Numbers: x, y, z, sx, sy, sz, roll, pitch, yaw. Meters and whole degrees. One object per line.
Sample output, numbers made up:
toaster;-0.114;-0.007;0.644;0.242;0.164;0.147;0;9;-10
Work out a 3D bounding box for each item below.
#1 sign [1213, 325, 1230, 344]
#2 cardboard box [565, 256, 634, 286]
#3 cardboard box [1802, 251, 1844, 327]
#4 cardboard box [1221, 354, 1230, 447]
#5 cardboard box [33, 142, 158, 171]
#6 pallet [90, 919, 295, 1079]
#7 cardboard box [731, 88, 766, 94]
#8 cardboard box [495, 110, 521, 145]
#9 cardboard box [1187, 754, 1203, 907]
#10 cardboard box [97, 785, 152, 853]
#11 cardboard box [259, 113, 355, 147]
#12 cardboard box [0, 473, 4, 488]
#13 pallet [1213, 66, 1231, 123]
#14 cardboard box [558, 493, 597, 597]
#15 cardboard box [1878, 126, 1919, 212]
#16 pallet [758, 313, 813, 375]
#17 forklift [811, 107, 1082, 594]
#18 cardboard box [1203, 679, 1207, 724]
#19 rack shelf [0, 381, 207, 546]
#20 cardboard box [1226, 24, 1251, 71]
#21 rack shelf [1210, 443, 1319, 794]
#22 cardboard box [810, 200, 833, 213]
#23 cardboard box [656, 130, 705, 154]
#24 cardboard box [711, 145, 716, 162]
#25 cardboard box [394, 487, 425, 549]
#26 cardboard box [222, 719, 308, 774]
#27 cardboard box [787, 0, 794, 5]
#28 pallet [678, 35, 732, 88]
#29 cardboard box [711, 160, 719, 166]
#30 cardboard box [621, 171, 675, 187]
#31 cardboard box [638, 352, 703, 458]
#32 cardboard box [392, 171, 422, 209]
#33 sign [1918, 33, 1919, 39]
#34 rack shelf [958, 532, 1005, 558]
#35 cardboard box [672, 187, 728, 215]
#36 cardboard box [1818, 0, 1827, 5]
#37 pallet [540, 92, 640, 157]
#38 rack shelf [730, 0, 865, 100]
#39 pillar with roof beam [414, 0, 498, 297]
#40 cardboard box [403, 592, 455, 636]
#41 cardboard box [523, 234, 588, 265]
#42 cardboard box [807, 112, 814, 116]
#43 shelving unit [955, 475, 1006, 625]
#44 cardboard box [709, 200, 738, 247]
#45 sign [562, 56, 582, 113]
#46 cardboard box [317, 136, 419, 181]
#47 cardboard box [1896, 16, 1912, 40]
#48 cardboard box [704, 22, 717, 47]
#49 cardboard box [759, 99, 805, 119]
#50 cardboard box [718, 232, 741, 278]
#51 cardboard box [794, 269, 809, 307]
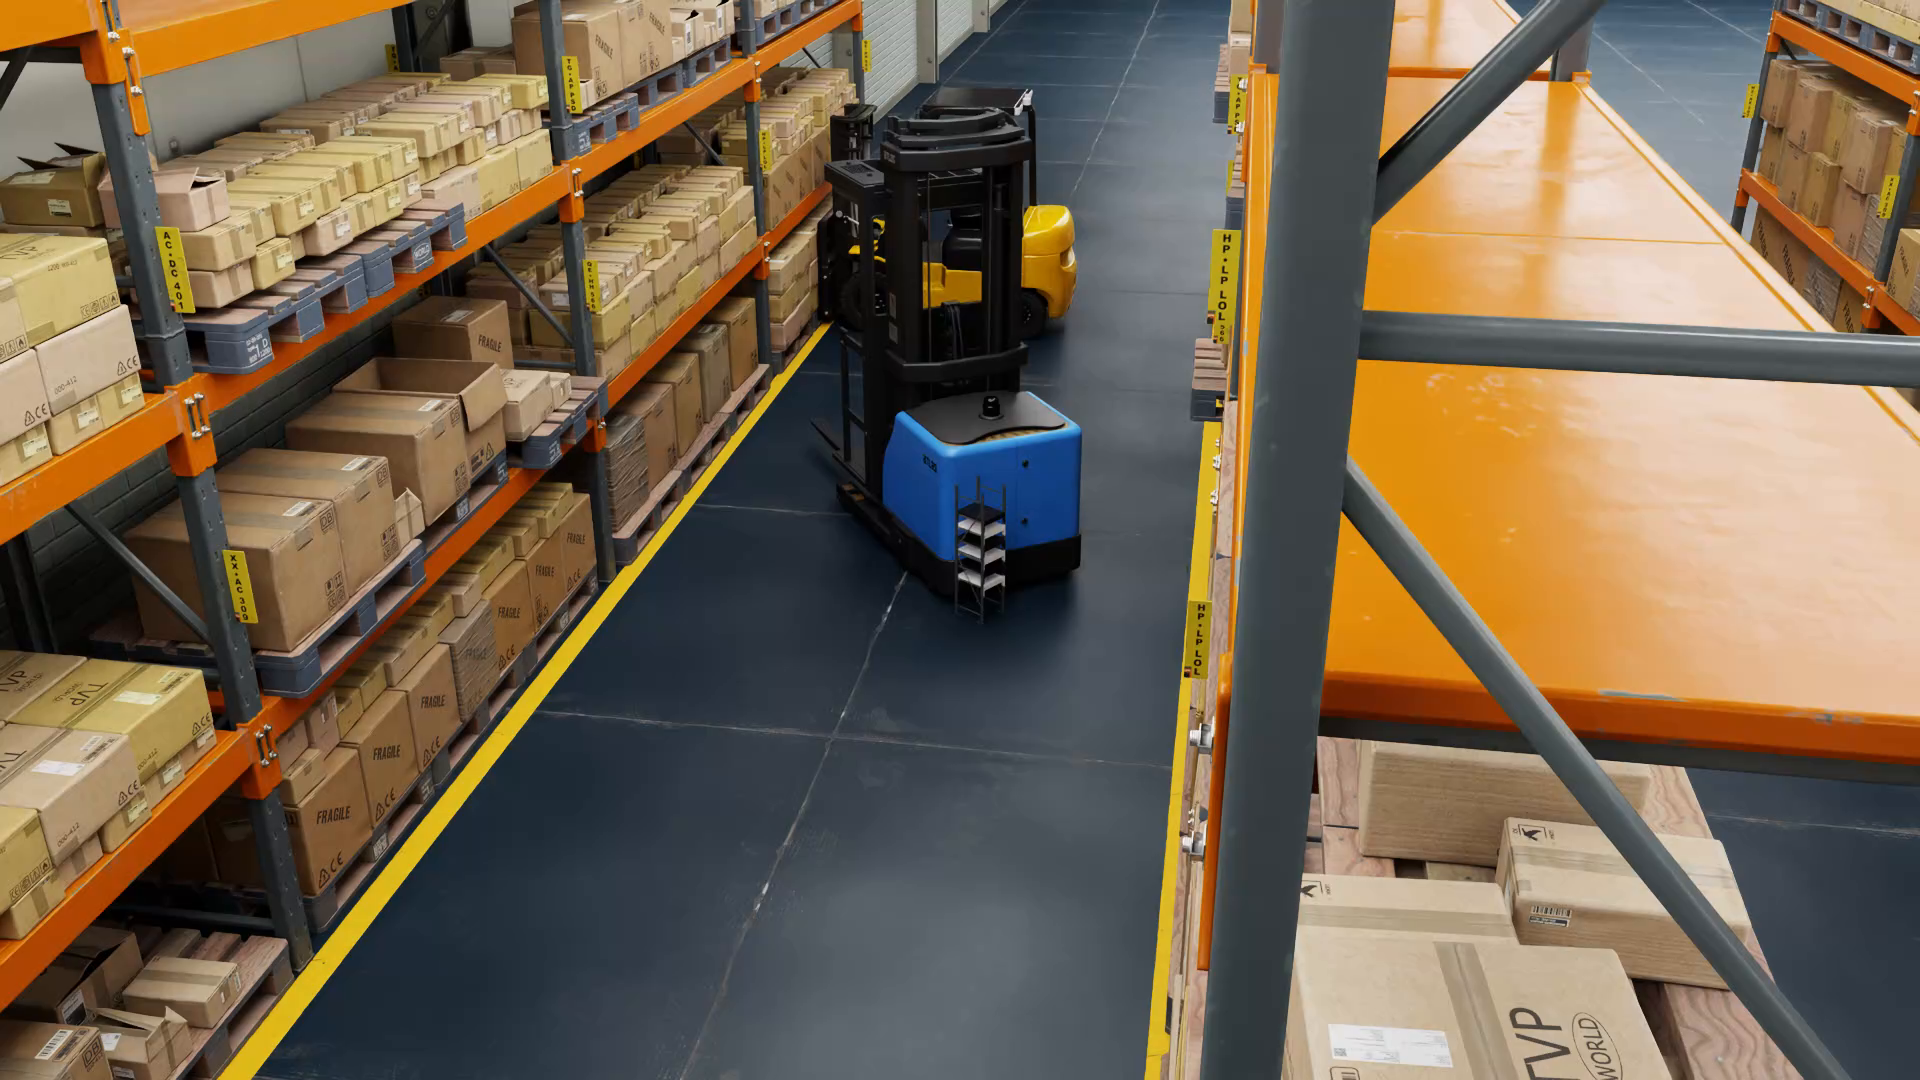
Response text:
sign;1.540;-1.303;9.723;0.100;0.325;0.005;4;25;9
cardboard box;-2.419;-1.796;11.166;0.380;0.149;0.250;5;25;10
cardboard box;7.946;-2.016;14.531;0.875;0.875;0.875;4;25;9
cardboard box;1.584;-0.666;8.338;0.500;0.500;0.500;5;25;10
cardboard box;-3.481;-1.498;6.718;0.396;0.266;0.258;4;25;9
pallet;-3.587;2.100;7.015;1.003;0.211;1.213;4;25;9
cardboard box;-2.098;-4.281;16.124;0.380;0.149;0.250;3;25;7
cardboard box;-2.703;-2.322;9.342;0.380;0.149;0.250;3;25;7
cardboard box;1.088;1.025;5.904;0.500;0.500;0.500;5;26;10
cardboard box;-3.317;1.035;6.297;0.380;0.149;0.250;5;25;10
cardboard box;-3.301;-2.060;8.431;0.380;0.149;0.250;4;25;8
cardboard box;-3.382;-0.208;5.414;0.380;0.149;0.250;4;25;8
pallet;2.358;-3.043;11.395;1.213;0.211;1.003;4;25;9
cardboard box;-2.678;0.010;10.643;0.500;0.500;0.500;5;26;10
cardboard box;7.725;-2.862;12.876;0.875;0.550;0.550;4;25;9
pallet;-1.995;-1.863;15.481;1.003;0.211;1.213;4;25;9
forklift;-0.260;-1.569;11.644;1.130;2.935;3.031;-11;27;-22
cardboard box;1.248;0.755;6.776;0.500;0.250;0.500;3;25;7
rack shelf;-3.801;0.353;4.767;1.077;0.370;4.000;4;25;9
cardboard box;2.158;-3.506;11.845;0.500;0.250;0.500;4;25;8
rack shelf;1.097;0.696;4.036;1.077;0.370;4.000;4;25;9
cardboard box;-1.431;-3.227;16.674;0.500;0.250;0.500;4;25;9
cardboard box;-2.413;-3.424;14.294;0.380;0.149;0.250;4;25;9
cardboard box;-2.361;-3.395;14.581;0.380;0.149;0.250;3;25;7
cardboard box;-2.869;-0.134;8.161;0.396;0.266;0.258;5;26;11
cardboard box;-3.213;0.927;7.568;0.380;0.149;0.250;4;25;8
cardboard box;-1.668;-4.764;14.535;0.380;0.149;0.250;5;26;10
pallet;-2.298;-3.698;12.800;0.805;0.209;1.217;3;25;6
cardboard box;-2.360;-3.048;14.606;0.500;0.500;0.500;4;25;8
cardboard box;-2.531;-2.895;13.513;0.380;0.149;0.250;3;25;7
cardboard box;-2.496;-1.053;12.768;0.875;0.625;0.625;3;25;6
cardboard box;-2.807;-1.673;7.930;0.380;0.149;0.250;5;25;10
sign;7.083;-3.820;12.130;0.100;0.325;0.005;4;25;9
rack shelf;0.127;0.014;10.524;0.258;0.077;0.200;21;32;38
cardboard box;-2.032;-2.650;12.990;0.380;0.149;0.250;3;25;7
cardboard box;7.747;-4.763;14.532;0.380;0.149;0.250;4;25;9
pallet;-2.798;-2.686;10.635;1.213;0.211;1.003;5;26;11
rack shelf;-1.840;-4.665;15.489;1.077;0.370;4.000;4;25;9
pillar with roof beam;0.751;-4.150;10.001;9.100;9.000;0.400;4;25;9
cardboard box;-2.986;0.401;9.043;0.380;0.149;0.250;4;25;9
cardboard box;-2.841;-2.045;11.698;0.380;0.149;0.250;4;25;8
cardboard box;-1.609;-4.007;15.890;0.380;0.149;0.250;4;25;8
shelving unit;0.127;0.066;10.548;0.258;0.900;0.210;21;32;38
cardboard box;-2.072;-2.516;13.174;0.500;0.250;0.500;3;25;7
sign;-2.285;-2.677;9.784;0.100;0.325;0.005;4;25;9
cardboard box;-2.799;-1.808;7.868;0.380;0.149;0.250;4;25;9
cardboard box;7.416;-3.913;12.717;0.380;0.149;0.250;4;25;9
cardboard box;-2.047;-3.795;12.465;0.380;0.149;0.250;4;25;8
cardboard box;-1.666;-4.032;15.593;0.380;0.149;0.250;4;25;9
cardboard box;-2.068;-2.289;13.278;0.500;0.250;0.500;4;25;8
cardboard box;-1.703;-2.359;15.410;0.500;0.250;0.500;4;25;8
